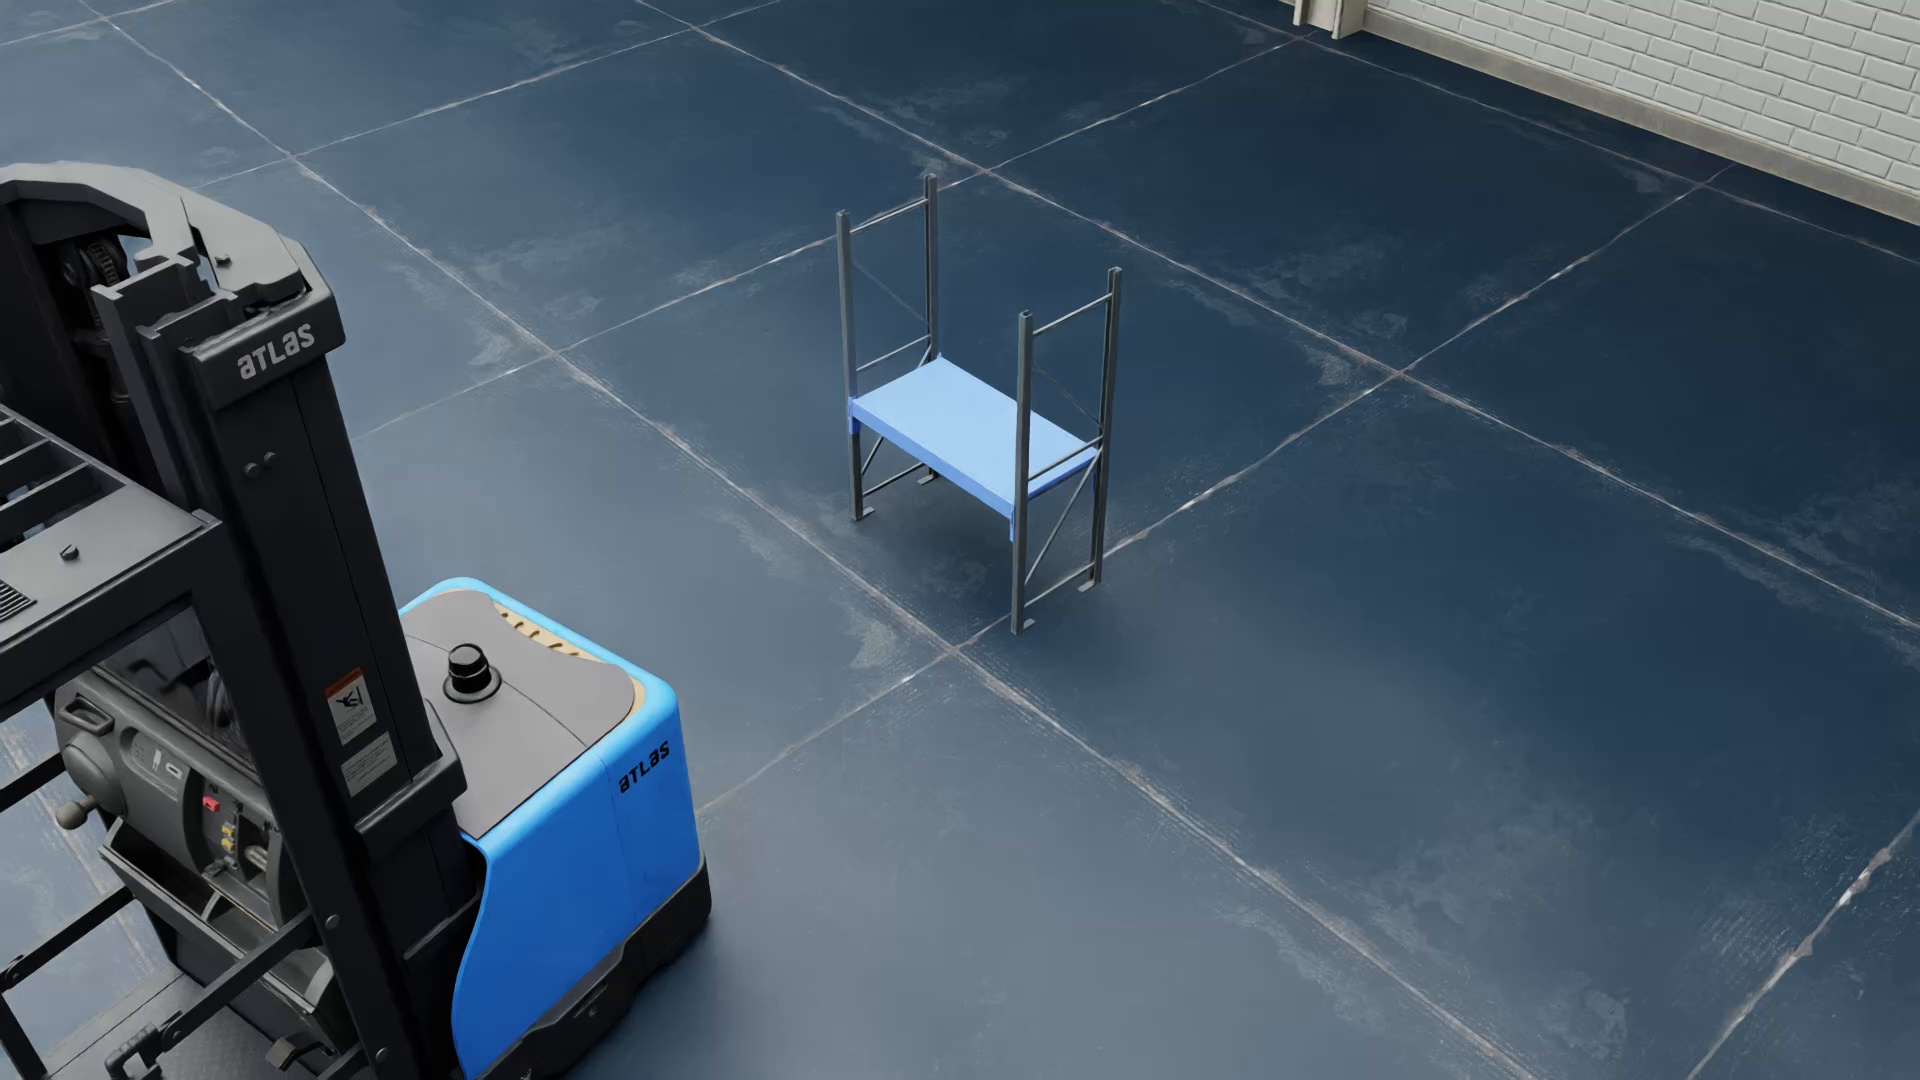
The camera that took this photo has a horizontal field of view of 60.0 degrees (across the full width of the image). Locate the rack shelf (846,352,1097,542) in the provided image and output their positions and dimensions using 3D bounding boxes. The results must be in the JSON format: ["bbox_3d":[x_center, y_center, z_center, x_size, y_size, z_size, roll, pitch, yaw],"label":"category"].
[{"bbox_3d":[0.058,-0.404,6.843,0.538,0.185,1.000,-30,48,-32],"label":"rack shelf"}]

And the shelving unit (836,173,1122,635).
[{"bbox_3d":[0.058,-0.544,6.730,0.538,1.500,1.048,-30,48,-32],"label":"shelving unit"}]

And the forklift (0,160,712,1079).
[{"bbox_3d":[-2.098,0.721,4.024,1.130,2.935,3.031,24,45,27],"label":"forklift"}]

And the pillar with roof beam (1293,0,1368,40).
[{"bbox_3d":[-0.570,-5.303,6.654,9.100,9.000,0.400,-30,48,-32],"label":"pillar with roof beam"}]

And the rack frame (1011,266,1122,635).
[{"bbox_3d":[0.401,-0.309,6.439,0.500,1.500,0.032,-30,48,-32],"label":"rack frame"}]

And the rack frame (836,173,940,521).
[{"bbox_3d":[-0.286,-0.779,7.021,0.500,1.500,0.032,-30,48,-32],"label":"rack frame"}]
